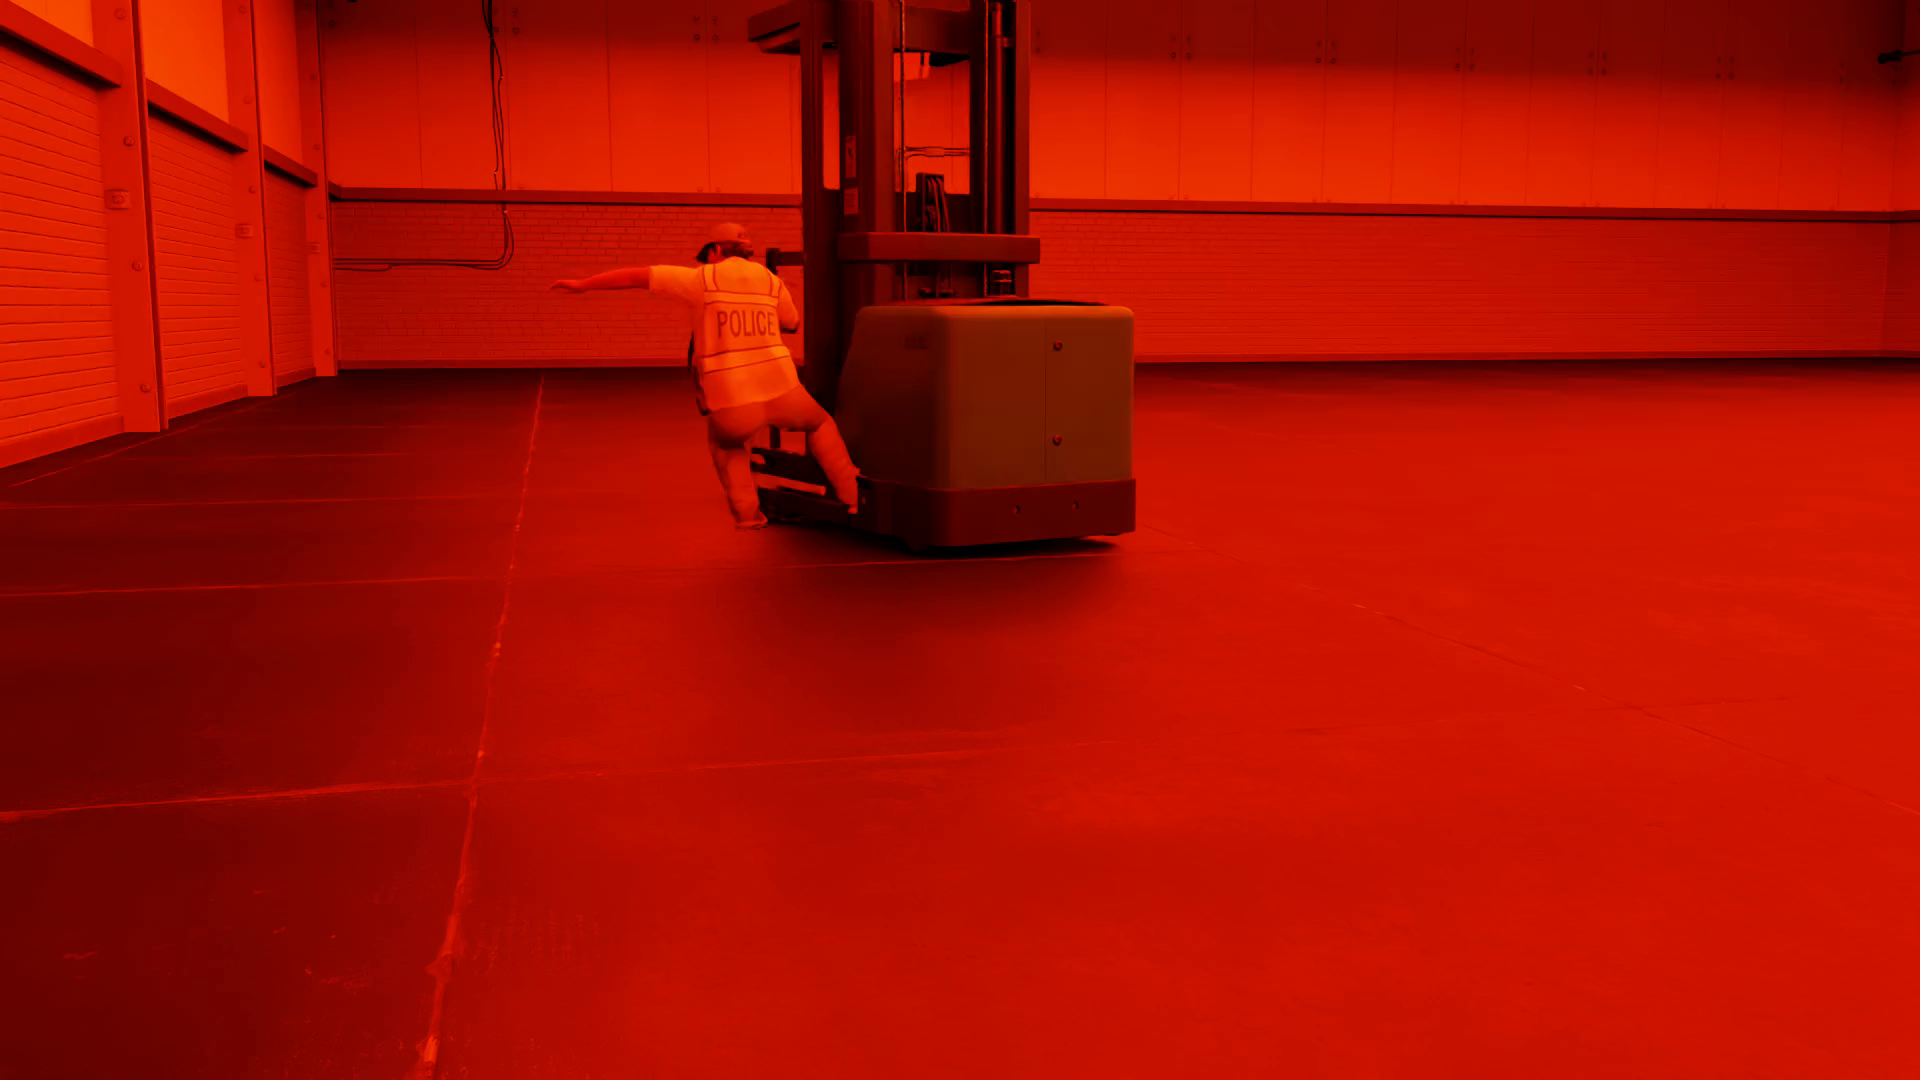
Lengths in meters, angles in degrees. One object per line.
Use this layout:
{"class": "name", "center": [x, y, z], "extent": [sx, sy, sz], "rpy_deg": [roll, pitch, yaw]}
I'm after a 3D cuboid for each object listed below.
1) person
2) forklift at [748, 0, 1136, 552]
{"class": "person", "center": [-1.000, -0.708, 7.286], "extent": [1.530, 1.346, 0.787], "rpy_deg": [-3, 9, -23]}
{"class": "forklift", "center": [-0.377, -1.565, 8.315], "extent": [1.130, 2.935, 3.031], "rpy_deg": [-5, 9, -29]}
